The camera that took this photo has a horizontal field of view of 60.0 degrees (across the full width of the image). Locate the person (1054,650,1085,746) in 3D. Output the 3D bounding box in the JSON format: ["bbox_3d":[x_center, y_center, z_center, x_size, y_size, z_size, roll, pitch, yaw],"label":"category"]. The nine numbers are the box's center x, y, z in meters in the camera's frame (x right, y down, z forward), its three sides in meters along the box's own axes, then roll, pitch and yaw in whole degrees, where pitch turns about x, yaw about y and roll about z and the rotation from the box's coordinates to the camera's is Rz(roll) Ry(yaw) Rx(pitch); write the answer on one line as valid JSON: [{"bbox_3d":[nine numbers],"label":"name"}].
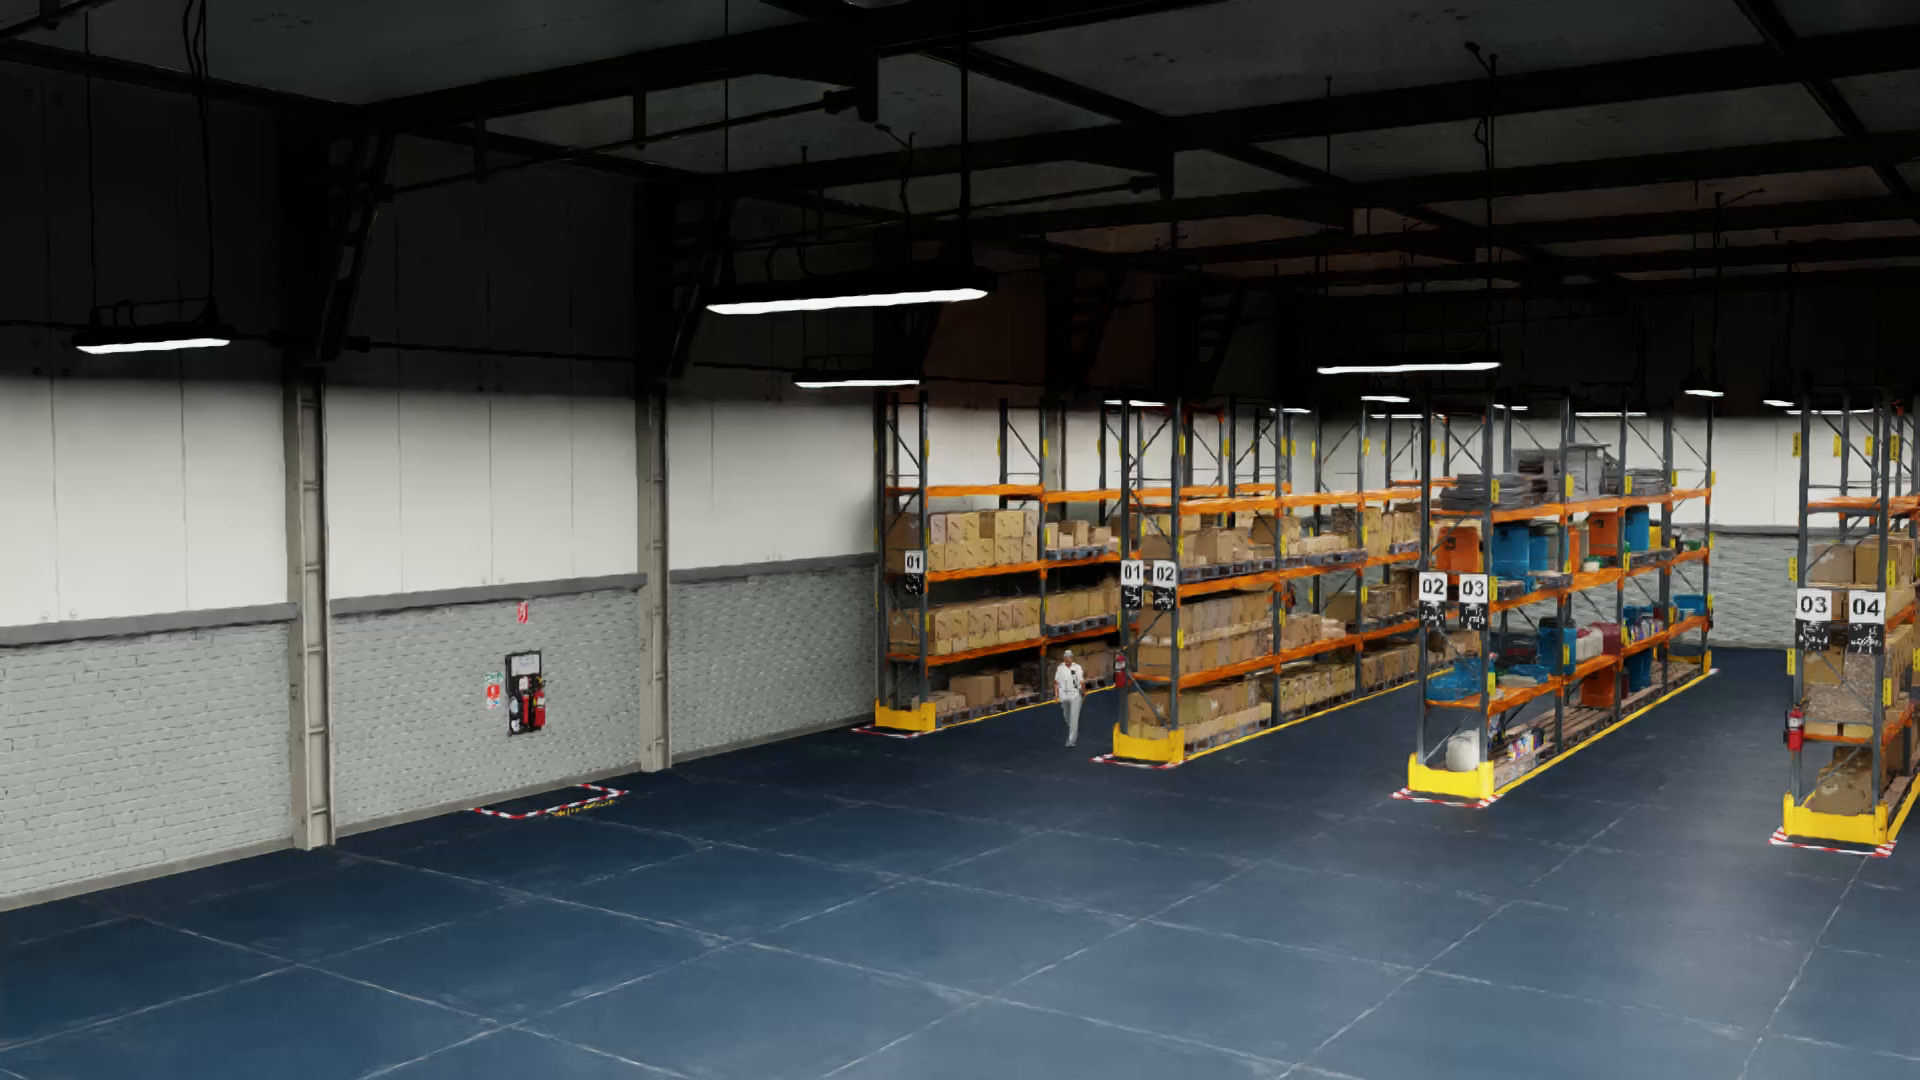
[{"bbox_3d":[1.841,2.633,28.001,0.490,1.593,0.999,2,4,27],"label":"person"}]
